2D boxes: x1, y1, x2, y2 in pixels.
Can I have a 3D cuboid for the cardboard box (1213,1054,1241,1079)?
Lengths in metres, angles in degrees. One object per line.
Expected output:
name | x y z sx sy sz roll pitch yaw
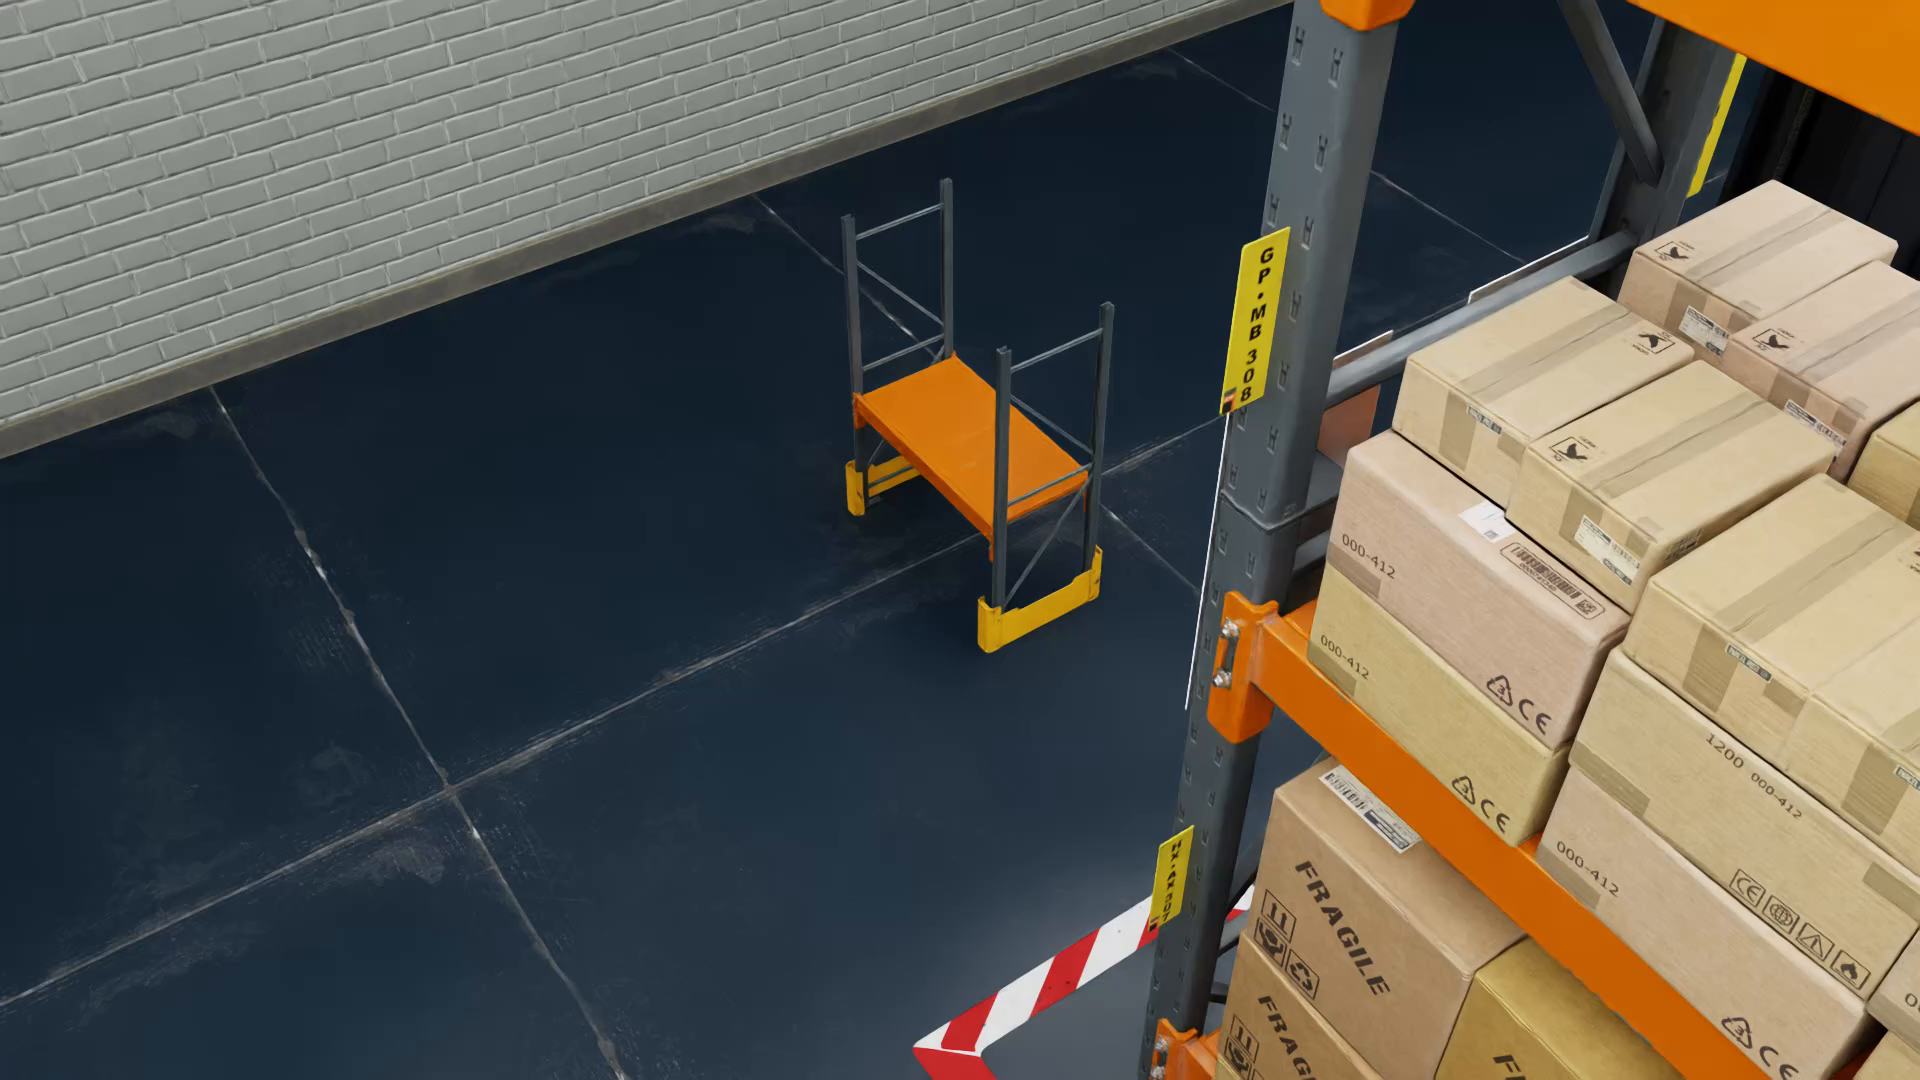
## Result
cardboard box | 0.827 1.250 3.941 0.380 0.149 0.250 -26 49 -25

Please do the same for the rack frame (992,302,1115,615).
rack frame | 0.340 -0.206 6.371 0.500 1.500 0.032 -26 49 -24

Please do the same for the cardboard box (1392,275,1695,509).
cardboard box | 0.909 -0.236 2.602 0.380 0.149 0.250 -26 49 -25

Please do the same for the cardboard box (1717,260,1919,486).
cardboard box | 1.420 -0.268 2.635 0.380 0.149 0.250 -25 49 -24

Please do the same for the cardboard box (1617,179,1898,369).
cardboard box | 1.341 -0.438 2.813 0.380 0.149 0.250 -26 50 -25

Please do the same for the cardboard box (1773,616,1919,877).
cardboard box | 1.274 0.236 2.107 0.380 0.149 0.250 -25 49 -24

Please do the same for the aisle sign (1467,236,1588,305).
aisle sign | 1.114 -0.254 3.452 0.394 0.787 0.004 -26 49 -24

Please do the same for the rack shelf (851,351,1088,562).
rack shelf | 0.049 -0.364 6.797 0.538 0.185 1.000 -26 49 -24

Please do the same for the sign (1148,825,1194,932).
sign | 0.465 0.747 3.659 0.100 0.325 0.005 -26 49 -24

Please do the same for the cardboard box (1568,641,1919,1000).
cardboard box | 1.248 0.281 2.349 0.500 0.250 0.500 -26 50 -25

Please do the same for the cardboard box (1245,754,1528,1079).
cardboard box | 0.949 0.700 3.324 0.500 0.500 0.500 -26 49 -25

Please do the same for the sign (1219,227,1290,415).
sign | 0.465 -0.341 2.620 0.100 0.325 0.005 -26 49 -24

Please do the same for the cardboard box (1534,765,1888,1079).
cardboard box | 1.255 0.471 2.512 0.500 0.250 0.500 -24 49 -23

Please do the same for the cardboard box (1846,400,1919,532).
cardboard box | 1.550 -0.114 2.474 0.380 0.149 0.250 -27 50 -26

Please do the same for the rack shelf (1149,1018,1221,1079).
rack shelf | 2.054 2.239 3.244 1.077 0.370 4.000 -26 49 -24

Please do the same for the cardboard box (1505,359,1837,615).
cardboard box | 1.040 -0.085 2.443 0.380 0.149 0.250 -24 49 -23

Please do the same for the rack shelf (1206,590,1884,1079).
rack shelf | 2.054 1.154 2.209 1.077 0.370 4.000 -26 49 -24

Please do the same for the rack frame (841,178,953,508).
rack frame | -0.242 -0.782 6.974 0.500 1.500 0.032 -26 49 -24

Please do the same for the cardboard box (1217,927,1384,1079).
cardboard box | 0.940 1.066 3.665 0.500 0.500 0.500 -23 48 -23

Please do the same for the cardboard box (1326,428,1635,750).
cardboard box | 0.954 -0.009 2.652 0.500 0.250 0.500 -25 49 -24

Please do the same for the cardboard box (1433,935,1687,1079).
cardboard box | 1.243 0.983 3.027 0.500 0.500 0.500 -24 49 -23

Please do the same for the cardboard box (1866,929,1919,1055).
cardboard box | 1.527 0.572 2.044 0.500 0.250 0.500 -25 49 -24

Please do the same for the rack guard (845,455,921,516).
rack guard | -0.241 -0.329 7.405 0.587 0.250 0.087 -26 49 -24

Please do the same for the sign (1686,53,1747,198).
sign | 1.377 -0.767 3.059 0.100 0.325 0.005 -26 49 -24

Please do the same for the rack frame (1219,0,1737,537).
rack frame | 0.910 -1.324 2.111 1.000 3.000 0.127 -26 49 -24

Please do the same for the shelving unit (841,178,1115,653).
shelving unit | 0.044 -0.499 6.678 0.587 1.500 1.083 -26 49 -24

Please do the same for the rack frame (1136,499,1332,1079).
rack frame | 0.910 0.846 4.182 1.000 3.000 0.127 -26 49 -24

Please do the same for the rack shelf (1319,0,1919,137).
rack shelf | 2.054 0.070 1.174 1.077 0.370 4.000 -26 49 -24

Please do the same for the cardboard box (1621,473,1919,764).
cardboard box | 1.135 0.098 2.252 0.380 0.149 0.250 -26 49 -24

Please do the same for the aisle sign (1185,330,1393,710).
aisle sign | 0.622 -0.017 3.204 0.394 0.787 0.004 -26 49 -24

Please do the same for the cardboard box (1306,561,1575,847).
cardboard box | 0.957 0.171 2.826 0.500 0.250 0.500 -24 49 -23

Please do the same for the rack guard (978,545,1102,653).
rack guard | 0.329 0.235 6.814 0.587 0.250 0.087 -26 49 -24

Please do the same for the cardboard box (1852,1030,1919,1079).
cardboard box | 1.560 0.757 2.212 0.500 0.250 0.500 -27 50 -26

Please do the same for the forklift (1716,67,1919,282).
forklift | 3.629 -0.993 6.159 3.031 2.935 1.130 1 44 1
